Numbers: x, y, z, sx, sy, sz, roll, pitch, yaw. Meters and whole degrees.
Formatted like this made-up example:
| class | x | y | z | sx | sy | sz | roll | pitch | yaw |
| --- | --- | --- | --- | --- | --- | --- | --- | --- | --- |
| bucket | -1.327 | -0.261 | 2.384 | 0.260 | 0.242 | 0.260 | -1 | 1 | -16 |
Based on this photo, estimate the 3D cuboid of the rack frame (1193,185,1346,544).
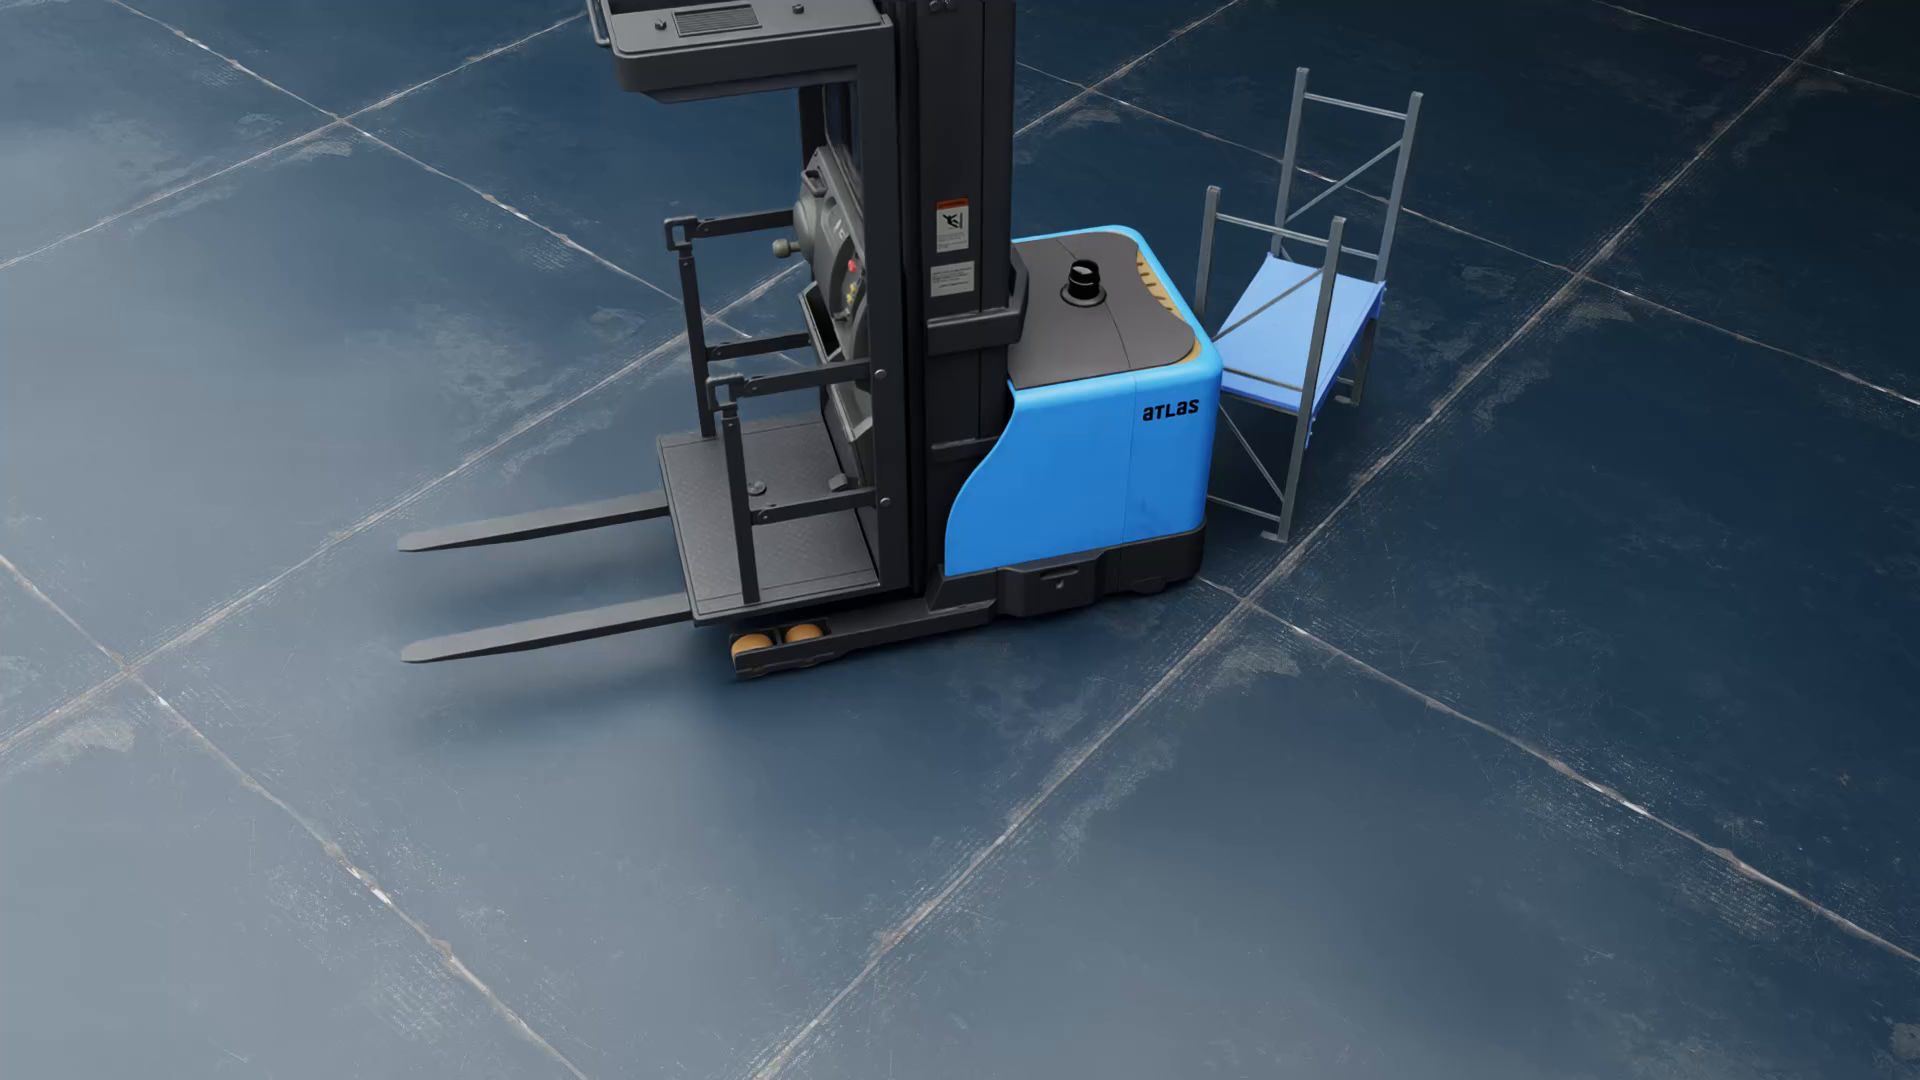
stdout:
| class | x | y | z | sx | sy | sz | roll | pitch | yaw |
| --- | --- | --- | --- | --- | --- | --- | --- | --- | --- |
| rack frame | 1.104 | -0.621 | 6.318 | 0.500 | 1.500 | 0.032 | 19 | 45 | 19 |

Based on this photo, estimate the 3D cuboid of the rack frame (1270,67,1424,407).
| class | x | y | z | sx | sy | sz | roll | pitch | yaw |
| --- | --- | --- | --- | --- | --- | --- | --- | --- | --- |
| rack frame | 1.559 | -1.233 | 6.991 | 0.500 | 1.500 | 0.032 | 19 | 45 | 19 |

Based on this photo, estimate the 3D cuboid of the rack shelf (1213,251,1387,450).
| class | x | y | z | sx | sy | sz | roll | pitch | yaw |
| --- | --- | --- | --- | --- | --- | --- | --- | --- | --- |
| rack shelf | 1.332 | -0.794 | 6.776 | 0.538 | 0.185 | 1.000 | 19 | 45 | 19 |

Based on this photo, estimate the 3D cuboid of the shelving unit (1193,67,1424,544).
| class | x | y | z | sx | sy | sz | roll | pitch | yaw |
| --- | --- | --- | --- | --- | --- | --- | --- | --- | --- |
| shelving unit | 1.332 | -0.927 | 6.655 | 0.538 | 1.500 | 1.048 | 19 | 45 | 19 |

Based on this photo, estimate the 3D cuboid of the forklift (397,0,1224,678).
| class | x | y | z | sx | sy | sz | roll | pitch | yaw |
| --- | --- | --- | --- | --- | --- | --- | --- | --- | --- |
| forklift | -0.624 | -0.970 | 5.638 | 3.031 | 2.935 | 1.130 | -10 | 43 | -11 |
